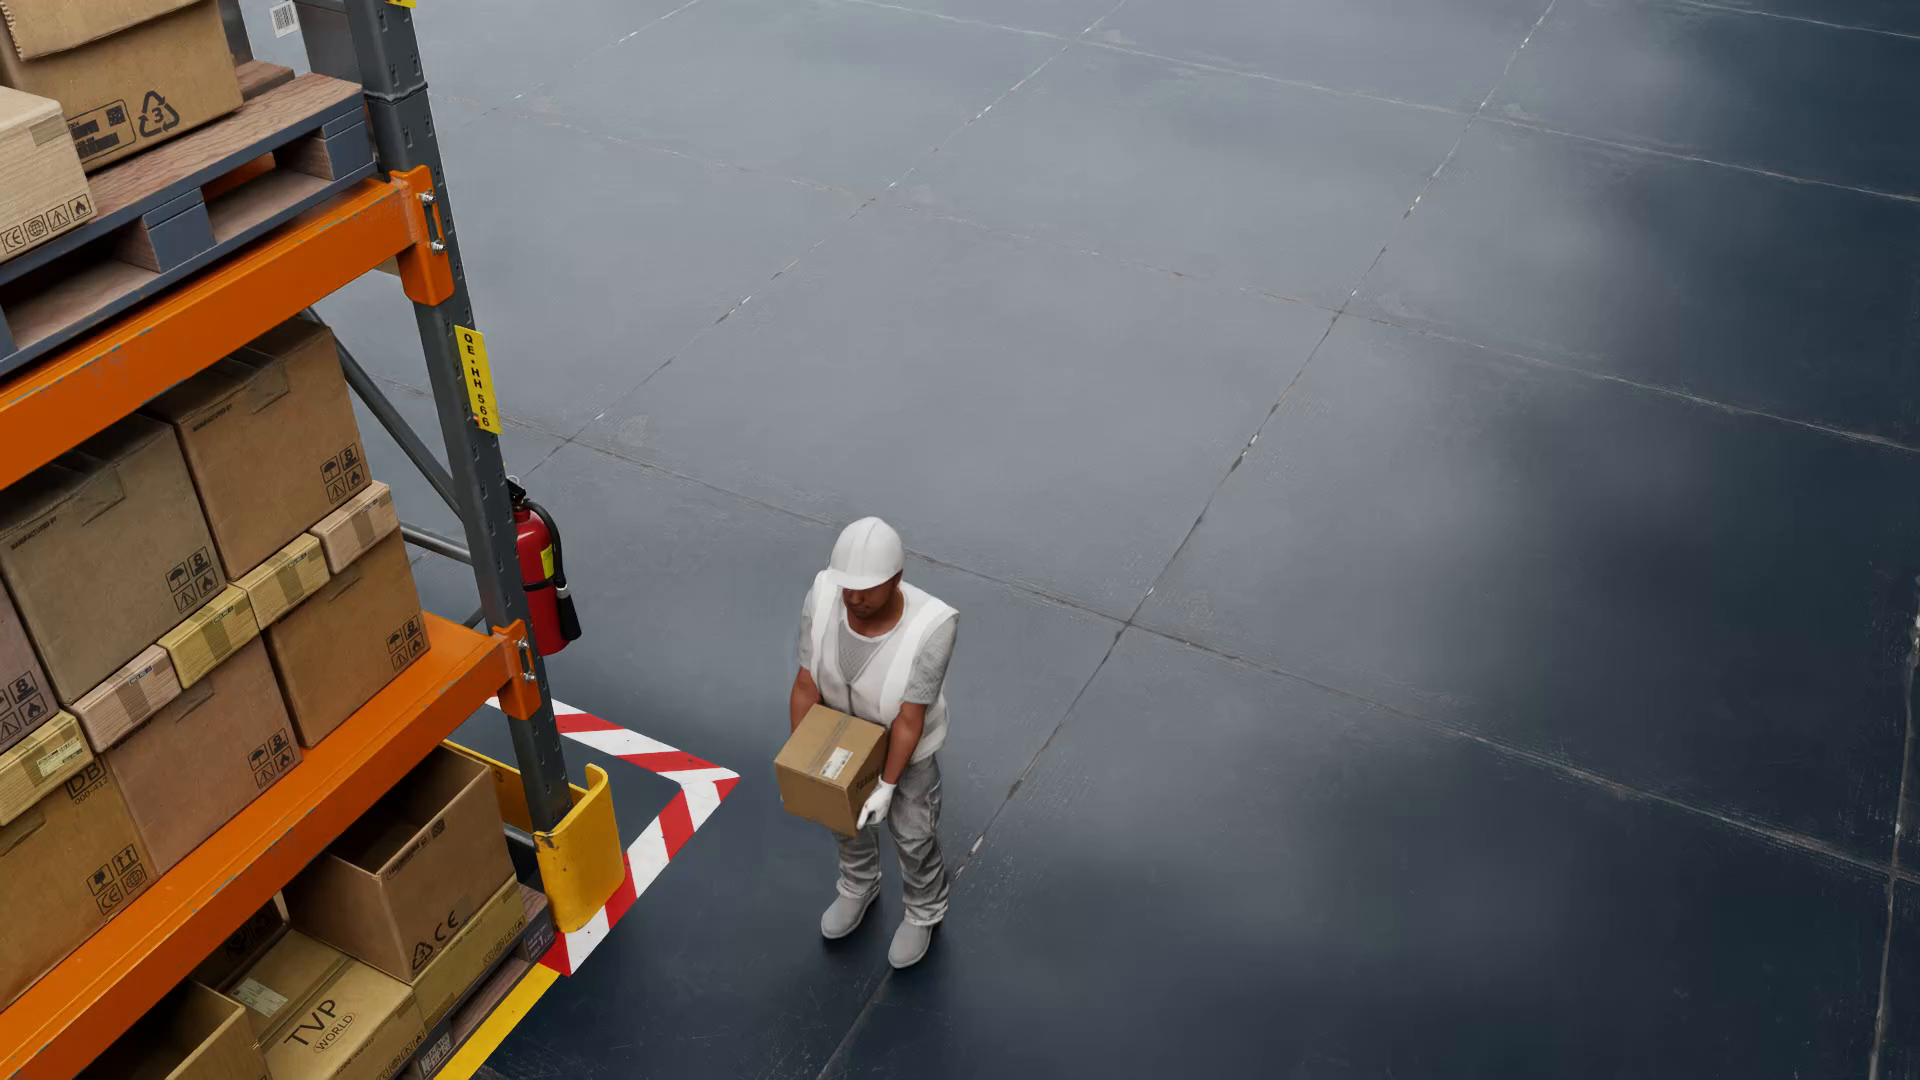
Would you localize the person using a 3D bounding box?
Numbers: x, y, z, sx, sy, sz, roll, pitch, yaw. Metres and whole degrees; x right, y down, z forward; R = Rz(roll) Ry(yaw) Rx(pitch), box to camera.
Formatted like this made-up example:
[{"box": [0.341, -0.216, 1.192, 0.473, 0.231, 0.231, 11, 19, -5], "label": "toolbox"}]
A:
[{"box": [-0.284, 0.682, 5.254, 0.492, 1.777, 0.581, 17, 41, 21], "label": "person"}]
